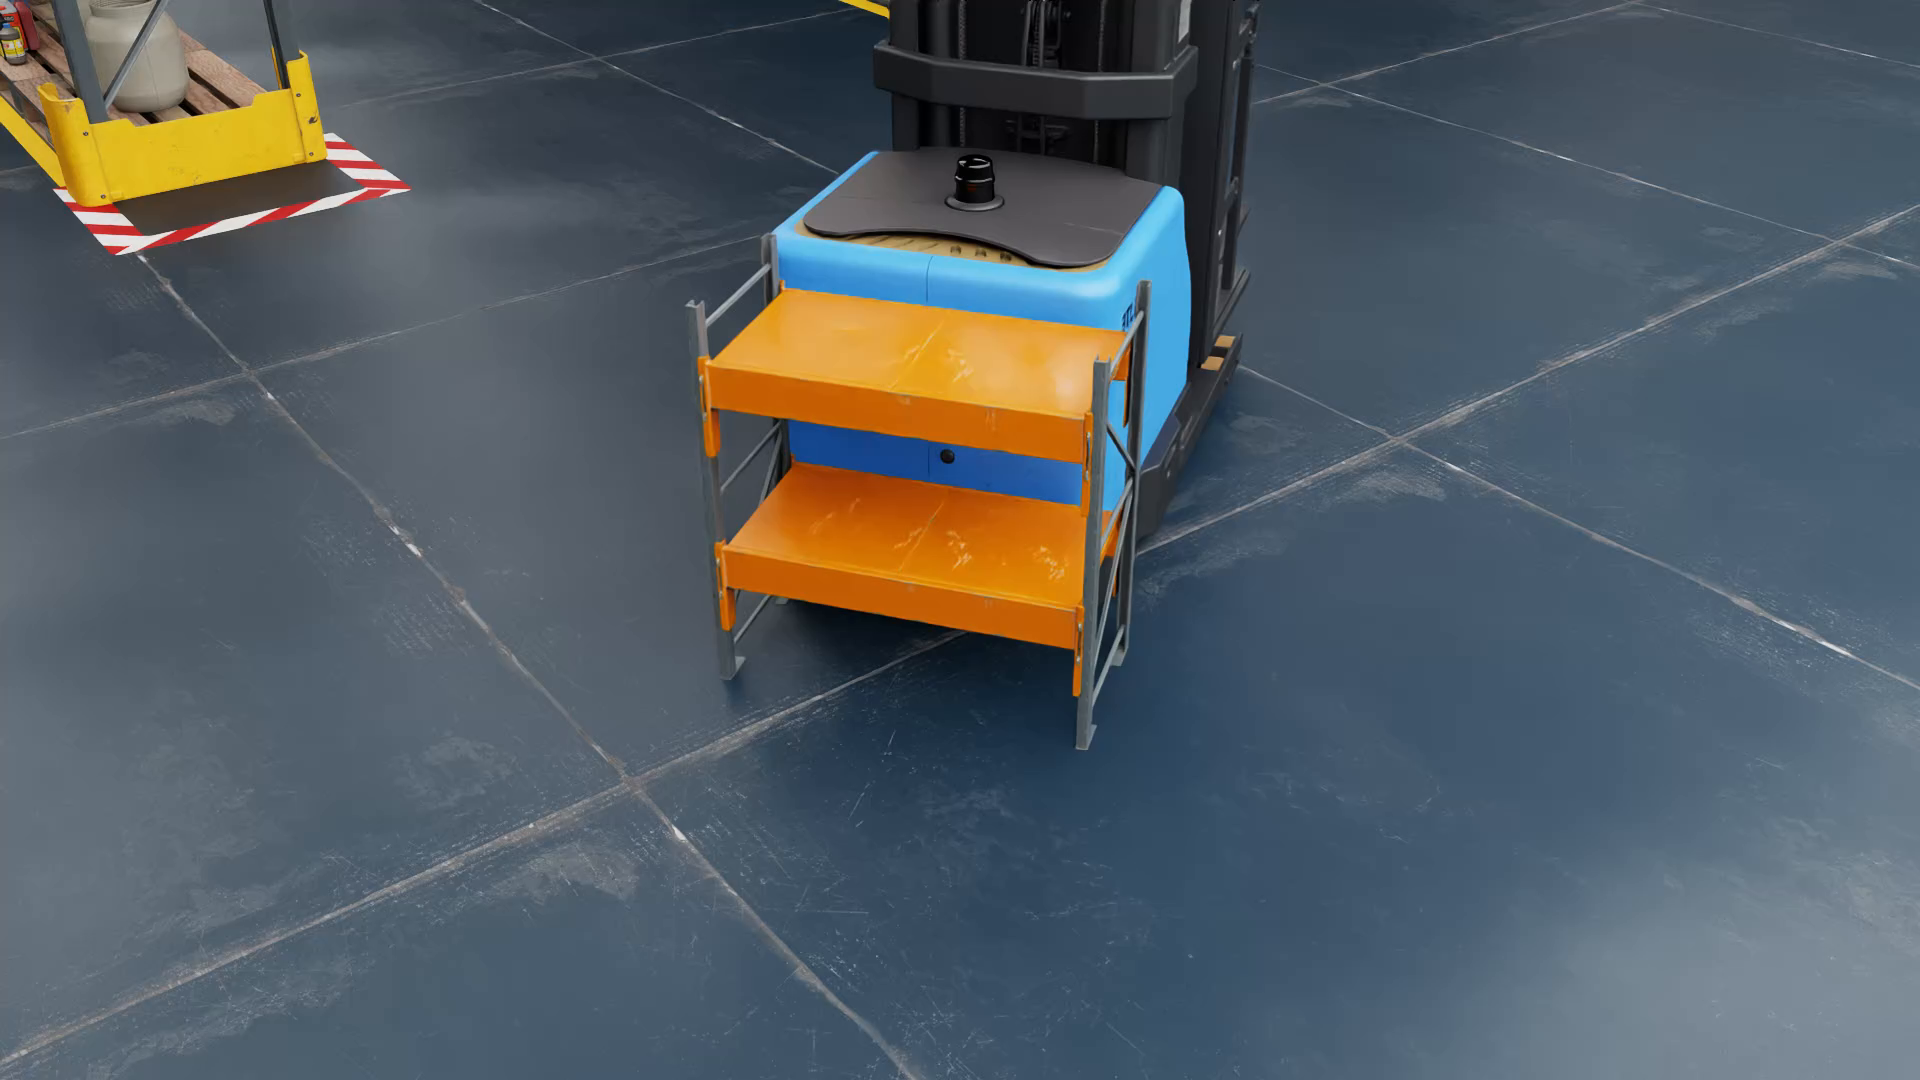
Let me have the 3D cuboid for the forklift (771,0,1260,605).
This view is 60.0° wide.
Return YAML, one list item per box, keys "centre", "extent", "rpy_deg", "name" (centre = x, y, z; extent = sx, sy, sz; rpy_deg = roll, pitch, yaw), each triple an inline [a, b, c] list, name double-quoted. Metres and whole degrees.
- centre: [0.418, -1.814, 5.392]
  extent: [1.130, 2.935, 3.031]
  rpy_deg: [11, 33, 17]
  name: "forklift"

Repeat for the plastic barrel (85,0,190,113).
- centre: [-4.095, -2.426, 8.273]
  extent: [0.421, 0.512, 0.421]
  rpy_deg: [0, 32, 0]
  name: "plastic barrel"

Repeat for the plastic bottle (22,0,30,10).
- centre: [-5.439, -3.084, 9.537]
  extent: [0.152, 0.276, 0.135]
  rpy_deg: [-22, 38, -31]
  name: "plastic bottle"

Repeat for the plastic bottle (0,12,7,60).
- centre: [-5.190, -2.754, 8.999]
  extent: [0.061, 0.283, 0.133]
  rpy_deg: [-21, 38, -30]
  name: "plastic bottle"

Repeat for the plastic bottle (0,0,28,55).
- centre: [-5.237, -2.822, 9.116]
  extent: [0.152, 0.276, 0.135]
  rpy_deg: [-22, 38, -31]
  name: "plastic bottle"

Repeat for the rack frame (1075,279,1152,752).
- centre: [0.392, -0.050, 4.265]
  extent: [0.032, 1.125, 0.500]
  rpy_deg: [9, 33, 15]
  name: "rack frame"

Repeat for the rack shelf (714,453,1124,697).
- centre: [-0.092, 0.076, 4.524]
  extent: [1.000, 0.278, 0.538]
  rpy_deg: [9, 33, 15]
  name: "rack shelf"

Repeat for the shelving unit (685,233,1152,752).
- centre: [-0.092, -0.131, 4.395]
  extent: [1.048, 1.125, 0.538]
  rpy_deg: [9, 33, 15]
  name: "shelving unit"

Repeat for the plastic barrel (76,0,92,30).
- centre: [-4.403, -2.635, 8.610]
  extent: [0.421, 0.512, 0.421]
  rpy_deg: [0, 32, 0]
  name: "plastic barrel"

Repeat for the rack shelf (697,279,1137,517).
- centre: [-0.092, -0.380, 4.241]
  extent: [1.000, 0.278, 0.538]
  rpy_deg: [9, 33, 15]
  name: "rack shelf"

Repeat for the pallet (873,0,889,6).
- centre: [-0.236, -3.855, 11.256]
  extent: [1.003, 0.211, 1.213]
  rpy_deg: [-22, 38, -31]
  name: "pallet"

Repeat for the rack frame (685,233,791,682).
- centre: [-0.577, -0.212, 4.526]
  extent: [0.032, 1.125, 0.500]
  rpy_deg: [9, 33, 15]
  name: "rack frame"

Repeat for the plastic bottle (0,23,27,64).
- centre: [-5.104, -2.677, 8.952]
  extent: [0.097, 0.201, 0.097]
  rpy_deg: [0, 32, 0]
  name: "plastic bottle"

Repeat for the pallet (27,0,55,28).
- centre: [-5.705, -3.244, 10.273]
  extent: [1.003, 0.211, 1.213]
  rpy_deg: [-22, 38, -31]
  name: "pallet"

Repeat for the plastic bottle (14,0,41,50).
- centre: [-5.153, -2.860, 9.170]
  extent: [0.061, 0.283, 0.133]
  rpy_deg: [-22, 38, -31]
  name: "plastic bottle"

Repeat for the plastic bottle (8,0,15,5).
- centre: [-5.358, -2.974, 9.430]
  extent: [0.097, 0.201, 0.097]
  rpy_deg: [0, 32, 0]
  name: "plastic bottle"

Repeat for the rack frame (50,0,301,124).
- centre: [-3.631, -3.055, 7.326]
  extent: [1.000, 3.000, 0.127]
  rpy_deg: [-22, 38, -31]
  name: "rack frame"
